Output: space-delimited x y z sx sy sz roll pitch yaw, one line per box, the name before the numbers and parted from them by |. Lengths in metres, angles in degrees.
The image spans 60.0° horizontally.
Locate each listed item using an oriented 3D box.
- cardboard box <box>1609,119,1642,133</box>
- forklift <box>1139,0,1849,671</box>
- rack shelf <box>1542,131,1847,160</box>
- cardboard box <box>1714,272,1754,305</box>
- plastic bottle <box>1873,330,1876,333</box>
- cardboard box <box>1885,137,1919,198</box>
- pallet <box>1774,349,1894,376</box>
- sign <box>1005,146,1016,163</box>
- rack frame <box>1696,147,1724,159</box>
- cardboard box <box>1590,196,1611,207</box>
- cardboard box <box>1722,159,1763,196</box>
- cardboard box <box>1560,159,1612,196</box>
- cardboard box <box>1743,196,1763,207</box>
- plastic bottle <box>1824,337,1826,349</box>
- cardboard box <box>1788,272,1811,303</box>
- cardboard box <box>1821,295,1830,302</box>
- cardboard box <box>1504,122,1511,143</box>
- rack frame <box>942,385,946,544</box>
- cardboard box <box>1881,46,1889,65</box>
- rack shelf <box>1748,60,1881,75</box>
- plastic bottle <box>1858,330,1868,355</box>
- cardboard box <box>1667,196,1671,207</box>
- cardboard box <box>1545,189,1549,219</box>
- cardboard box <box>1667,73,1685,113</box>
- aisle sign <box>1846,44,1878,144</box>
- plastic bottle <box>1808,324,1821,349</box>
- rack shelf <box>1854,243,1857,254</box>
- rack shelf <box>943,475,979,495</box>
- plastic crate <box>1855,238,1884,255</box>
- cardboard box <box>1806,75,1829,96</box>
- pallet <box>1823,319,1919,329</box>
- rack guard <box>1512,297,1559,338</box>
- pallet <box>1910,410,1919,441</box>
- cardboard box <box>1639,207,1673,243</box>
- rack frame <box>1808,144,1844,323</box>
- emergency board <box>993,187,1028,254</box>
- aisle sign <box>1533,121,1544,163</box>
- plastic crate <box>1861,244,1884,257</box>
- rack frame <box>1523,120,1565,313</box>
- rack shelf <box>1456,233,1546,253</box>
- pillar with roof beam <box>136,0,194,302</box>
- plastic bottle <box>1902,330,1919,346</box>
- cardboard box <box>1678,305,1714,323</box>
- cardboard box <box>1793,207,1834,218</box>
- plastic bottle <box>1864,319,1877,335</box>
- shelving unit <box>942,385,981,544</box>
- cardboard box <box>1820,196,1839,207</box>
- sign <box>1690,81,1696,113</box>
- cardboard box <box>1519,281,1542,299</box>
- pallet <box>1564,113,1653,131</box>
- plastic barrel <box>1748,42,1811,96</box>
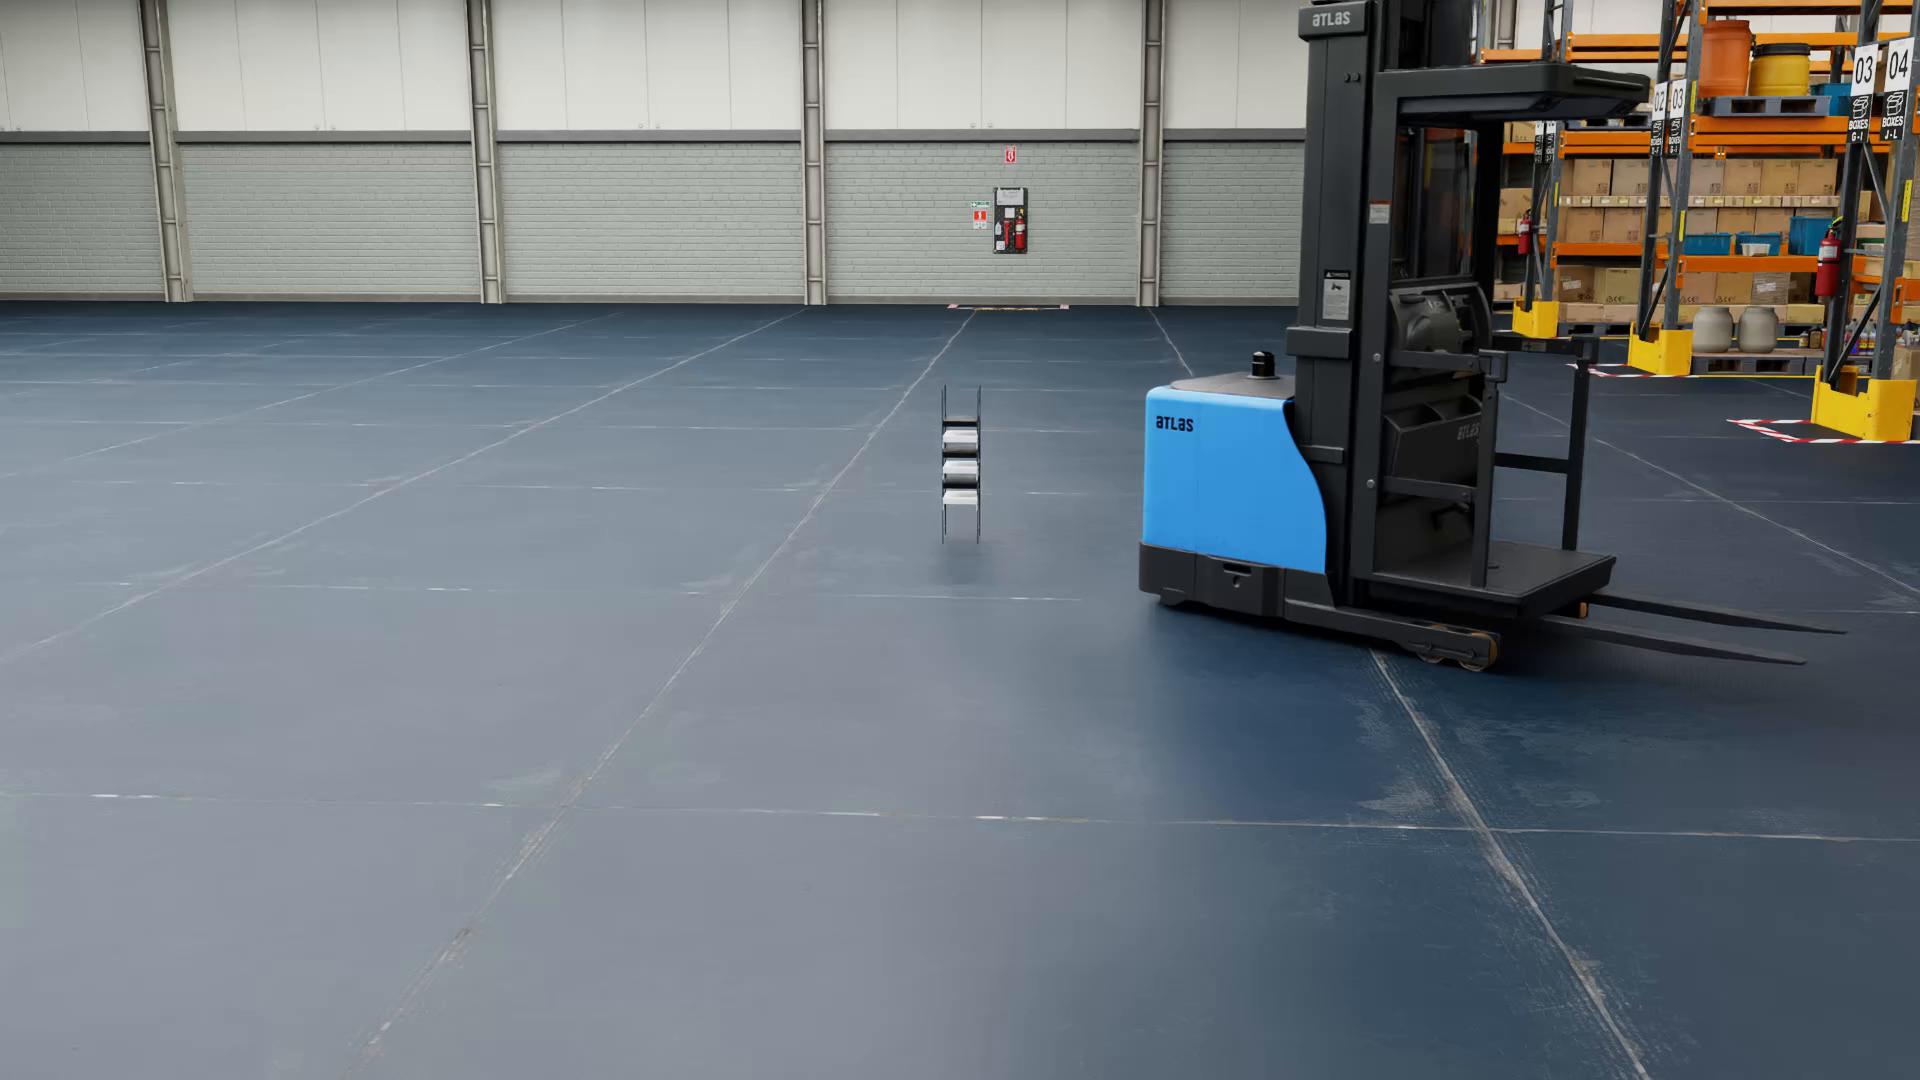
cardboard box | 11.011 -6.874 27.685 0.500 0.500 0.500 0 12 2
forklift | 2.327 -0.996 7.370 3.031 2.935 1.130 10 16 40
rack shelf | 10.268 -5.513 23.228 4.000 0.370 1.077 1 12 4
cardboard box | 10.788 -3.573 23.382 0.500 0.500 0.500 1 12 4
plastic bottle | 10.553 -2.313 19.079 0.135 0.276 0.152 1 12 4
cardboard box | 8.172 -3.127 13.980 0.500 0.500 0.500 1 12 4
pallet | 10.040 -2.027 18.940 1.213 0.211 1.003 1 12 4
sign | 0.904 -6.882 29.681 0.199 0.298 0.001 1 12 4
rack frame | 12.590 -5.381 28.169 0.127 3.000 1.000 1 12 4
cardboard box | 8.913 -4.738 23.265 0.250 0.149 0.380 0 12 2
cardboard box | 10.816 -5.072 23.275 0.500 0.500 0.700 1 12 4
cardboard box | 8.790 -5.098 23.402 0.500 0.500 0.700 1 12 4
cardboard box | 10.962 -4.710 23.131 0.250 0.149 0.380 1 12 3
plastic bottle | 10.042 -2.332 19.149 0.133 0.283 0.061 1 12 4
cardboard box | 11.821 -3.666 23.828 0.500 0.500 0.500 1 12 4
cardboard box | 12.686 -3.557 23.765 0.500 0.311 0.500 1 12 4
cardboard box | 8.916 -6.908 27.845 0.500 0.500 0.500 1 12 5
rack frame | -0.093 -0.442 9.682 0.006 0.900 0.240 1 12 4
cardboard box | 7.904 -4.050 13.872 0.250 0.149 0.380 1 12 4
rack shelf | 14.586 -7.743 27.538 4.000 0.370 1.077 1 12 4
plastic bottle | 10.067 -2.199 18.544 0.097 0.271 0.097 0 12 0
cardboard box | 9.934 -4.724 23.197 0.250 0.149 0.380 1 12 3
cardboard box | 10.063 -5.655 27.960 0.500 0.500 0.500 0 12 2
cardboard box | 9.911 -6.137 22.842 0.500 0.500 0.500 1 12 4
aisle sign | 7.565 -3.735 13.948 0.004 0.787 0.394 1 12 4
plastic bottle | 9.917 -2.365 19.306 0.133 0.283 0.061 1 12 5
rack shelf | 14.259 -3.990 23.273 4.000 0.370 1.077 1 12 4
rack shelf | 0.008 -0.320 9.701 0.200 0.077 0.258 1 12 4
plastic crate | 10.593 -3.330 18.879 0.662 0.188 0.450 1 12 4
cardboard box | 11.778 -6.221 23.246 0.500 0.500 0.500 2 12 8
pallet | 13.001 -3.002 23.606 1.213 0.211 1.003 1 12 4
rack guard | 8.248 -3.201 23.849 0.348 0.500 1.175 1 12 4
pallet | 8.490 -1.016 14.110 1.213 0.211 1.003 1 12 4
cardboard box | 9.756 -4.450 23.471 0.500 0.500 0.700 1 12 4
rack frame | 12.263 -4.369 23.330 0.127 3.000 1.000 1 12 4
emergency board | 0.906 -5.727 29.821 0.643 1.169 0.194 1 12 4
aisle sign | 8.226 -5.758 23.617 0.004 0.787 0.394 1 12 4
plastic crate | 10.291 -3.199 18.379 0.437 0.136 0.530 1 12 4
rack frame | 8.272 -4.424 23.592 0.127 3.000 1.000 1 12 4
rack shelf | 10.595 -5.057 28.373 4.000 0.370 1.077 1 12 4
pillar with roof beam | -14.879 -7.989 25.980 0.400 9.000 9.100 1 12 4
plastic bottle | 10.591 -2.200 18.536 0.135 0.276 0.152 1 12 5
cardboard box | 10.289 -3.210 23.479 0.500 0.250 0.500 1 12 4
cardboard box | 11.820 -4.423 23.343 0.500 0.500 0.700 0 12 2
plastic bottle | 10.538 -2.381 19.217 0.185 0.351 0.144 1 12 3
shelving unit | 0.008 -0.440 9.675 0.210 0.900 0.258 1 12 4
cardboard box | 11.977 -4.696 23.062 0.250 0.149 0.380 1 12 4
sign | 7.896 -4.773 17.910 0.005 0.325 0.100 1 12 4
cardboard box | 9.852 -4.300 28.490 0.500 0.311 0.500 2 12 8
pallet | 8.976 -5.834 23.222 1.213 0.211 1.003 1 12 4
plastic barrel | 9.083 -5.189 18.435 0.600 0.588 0.600 0 12 0
